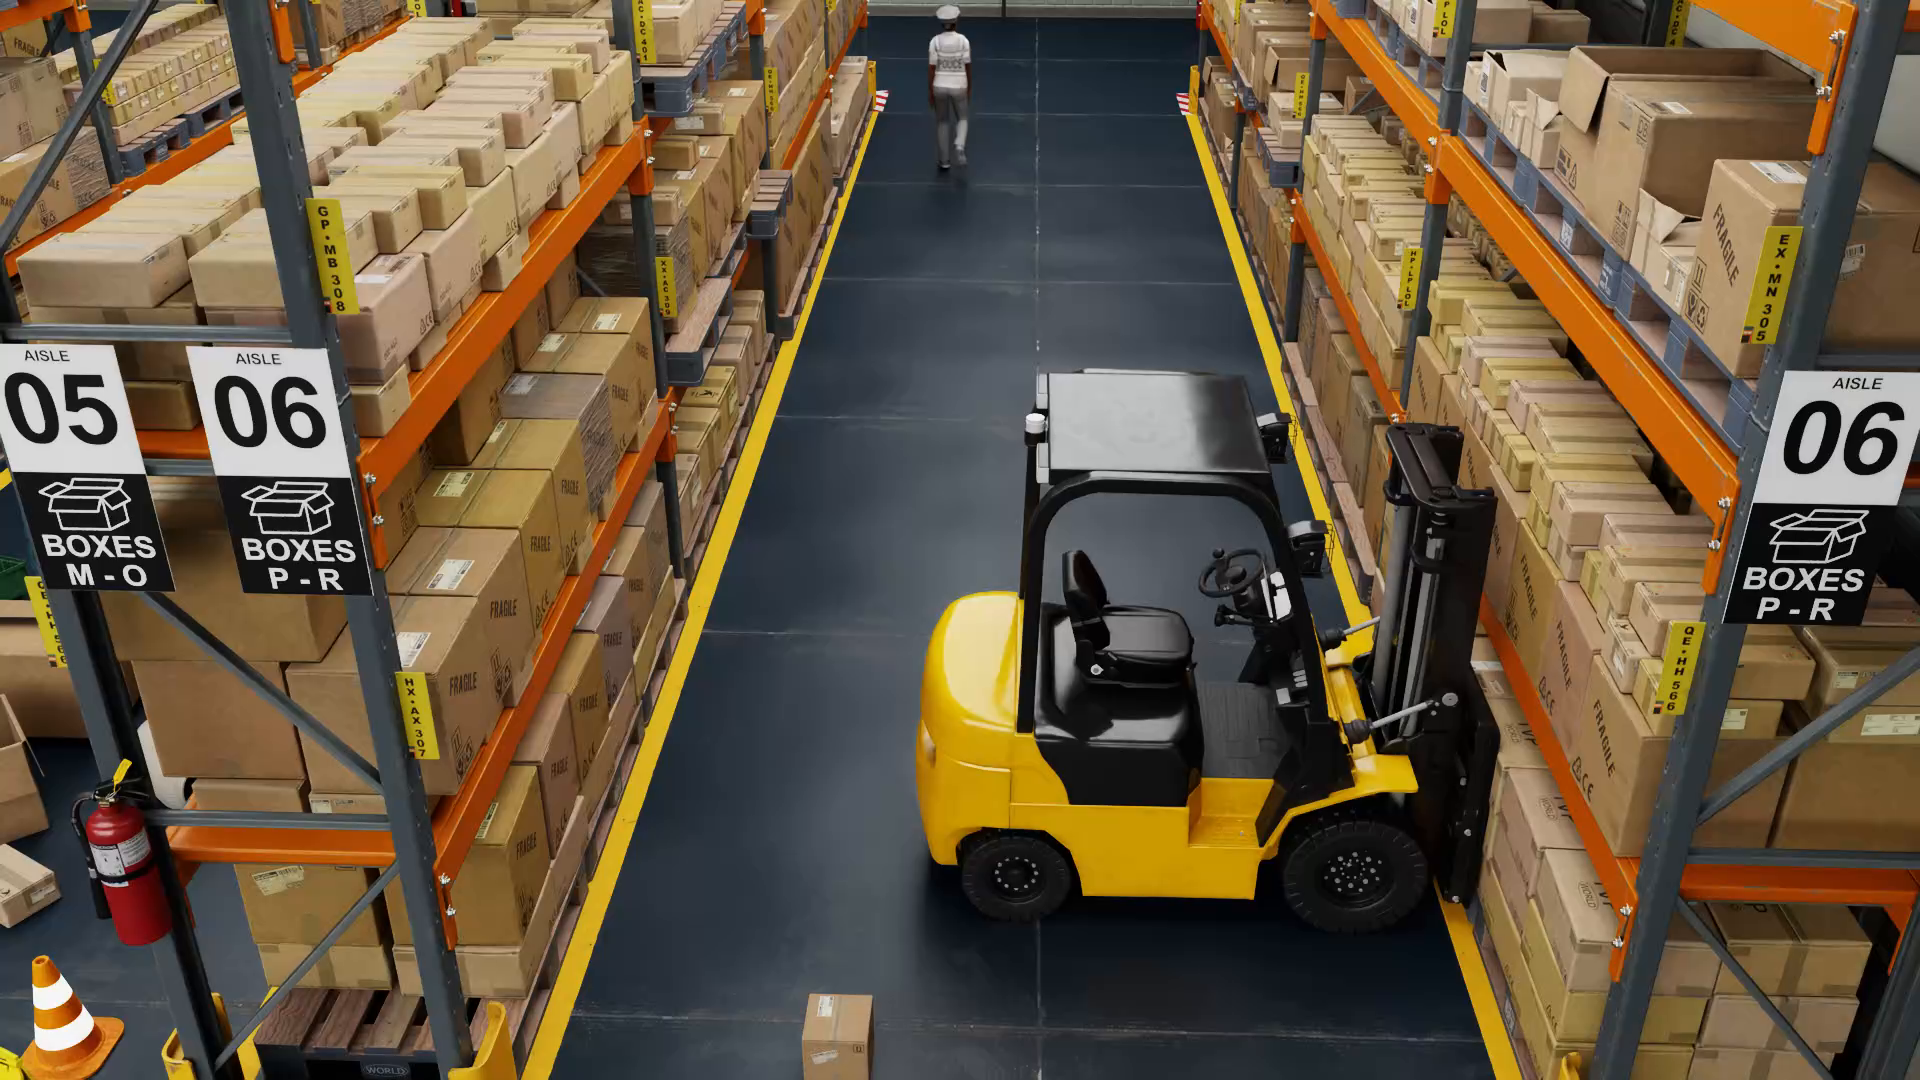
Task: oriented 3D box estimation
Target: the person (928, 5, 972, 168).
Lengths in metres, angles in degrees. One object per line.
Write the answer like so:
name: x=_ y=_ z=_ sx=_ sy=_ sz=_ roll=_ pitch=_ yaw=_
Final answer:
person: x=-0.104 y=-4.686 z=17.315 sx=0.450 sy=1.671 sz=0.607 roll=0 pitch=28 yaw=0
